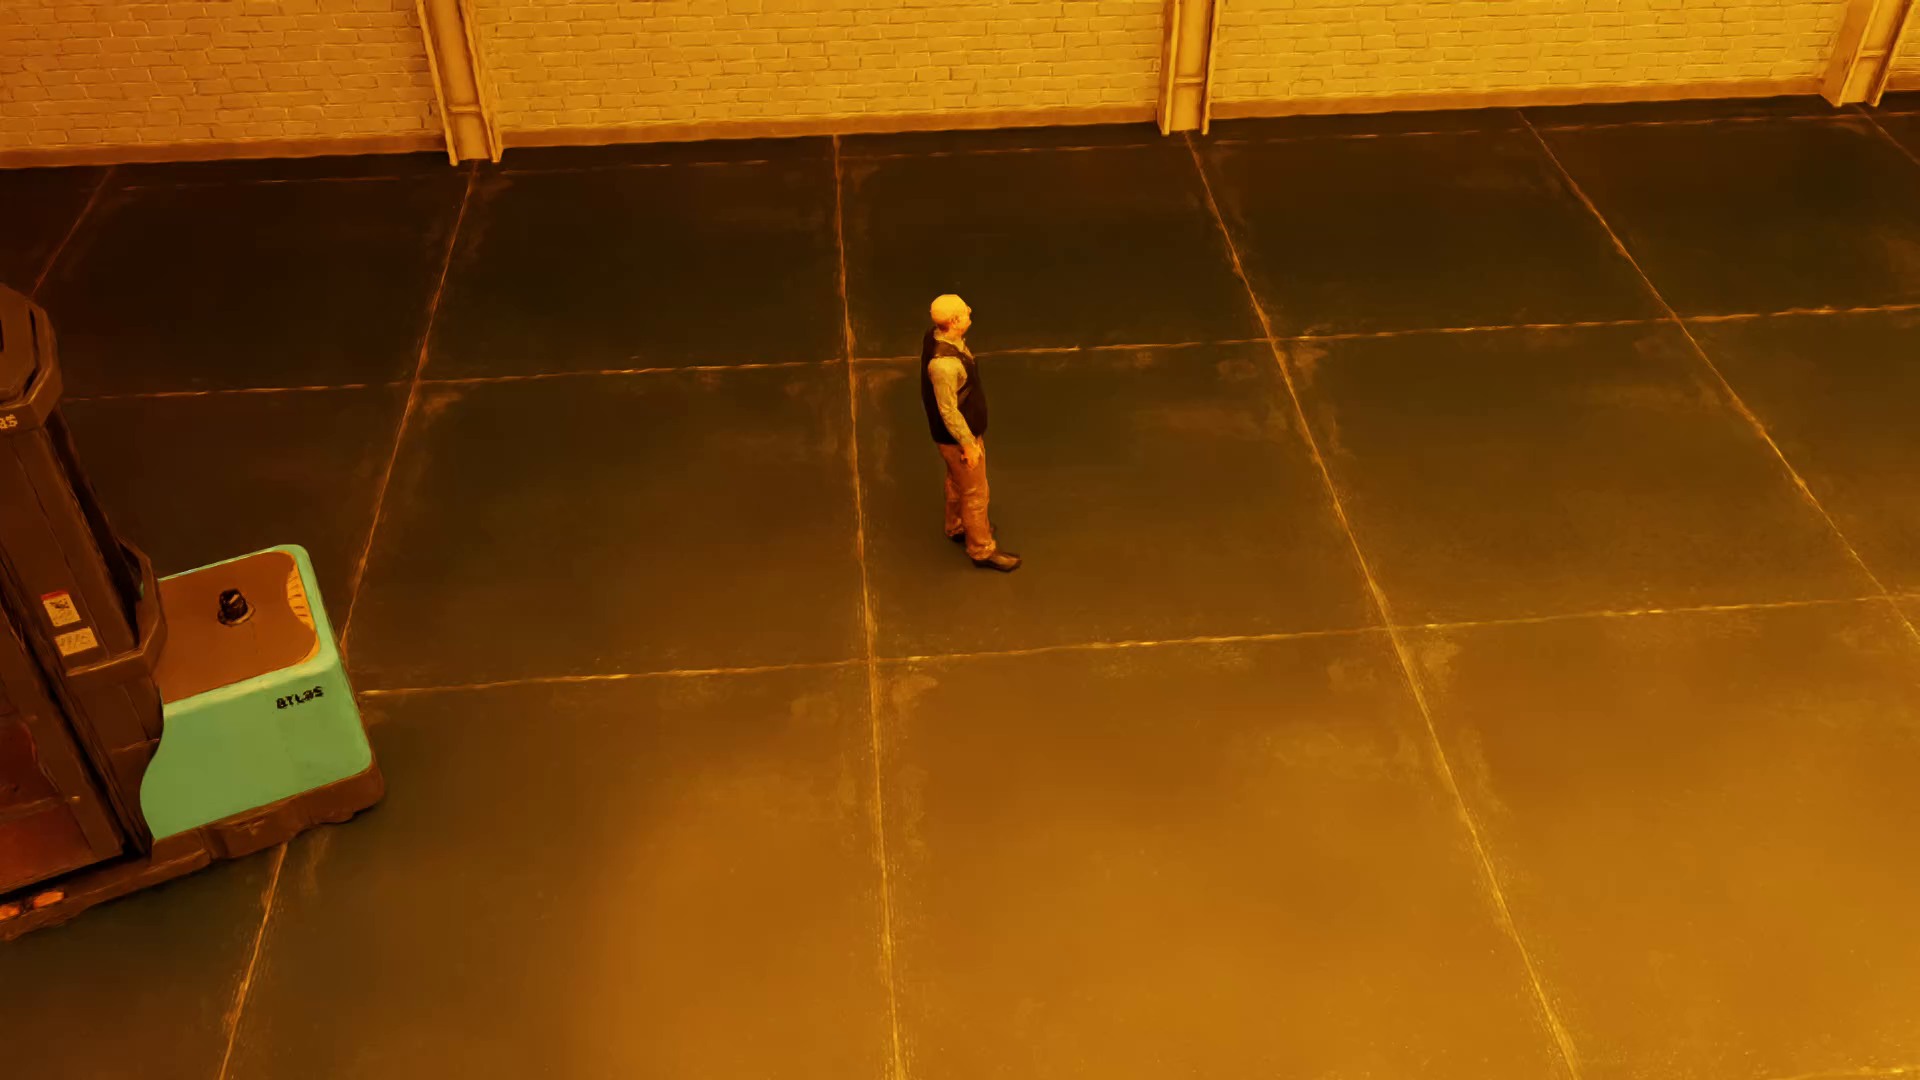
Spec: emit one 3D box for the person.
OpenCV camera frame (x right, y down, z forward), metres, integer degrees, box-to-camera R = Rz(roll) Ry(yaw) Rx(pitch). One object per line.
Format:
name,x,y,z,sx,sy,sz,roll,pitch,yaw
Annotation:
person,0.063,-0.658,9.627,0.567,1.720,0.632,-3,41,-4

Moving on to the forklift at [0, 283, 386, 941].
forklift,-4.515,0.403,7.466,3.031,2.935,1.130,-18,44,-20
